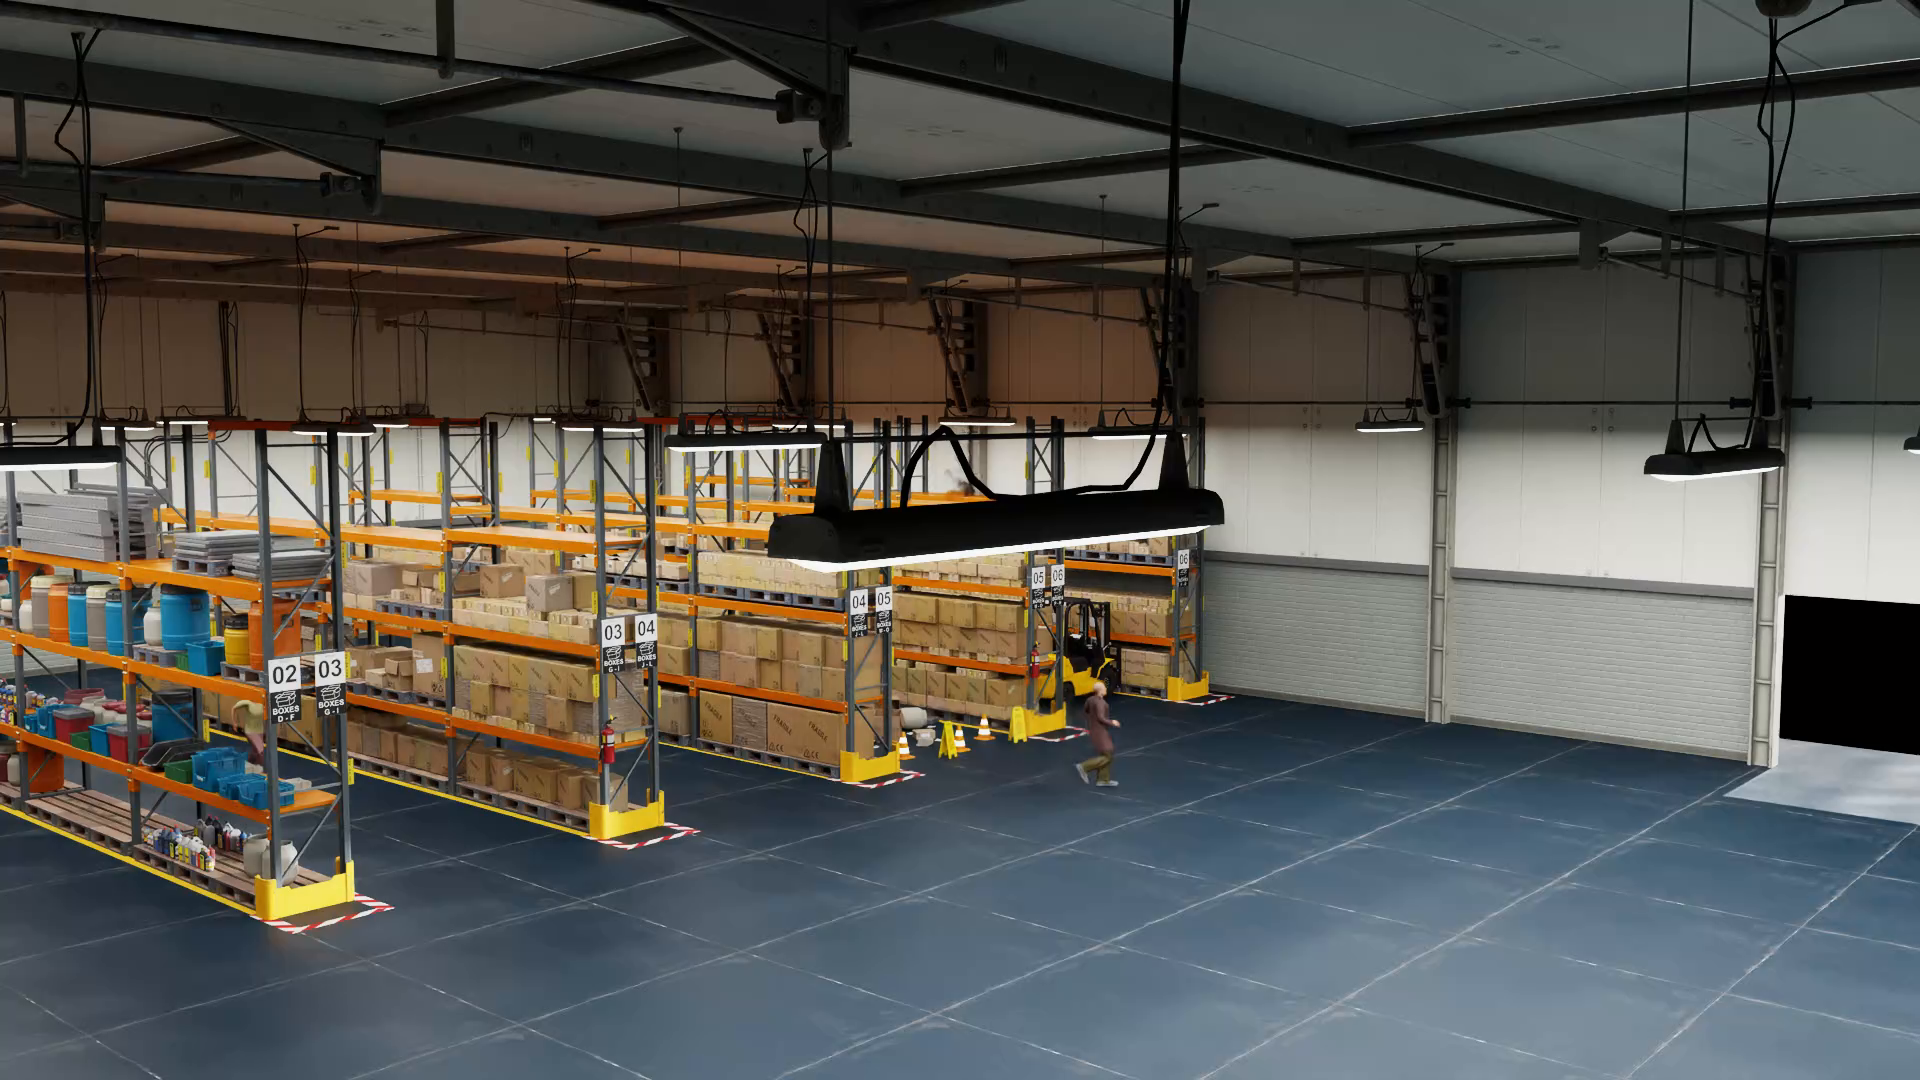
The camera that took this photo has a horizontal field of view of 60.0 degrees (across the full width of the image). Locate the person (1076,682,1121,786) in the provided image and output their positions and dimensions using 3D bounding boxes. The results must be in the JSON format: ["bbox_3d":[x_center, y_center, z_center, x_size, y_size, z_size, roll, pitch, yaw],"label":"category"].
[{"bbox_3d":[2.277,3.191,27.312,0.687,1.736,0.709,-1,5,-13],"label":"person"}]

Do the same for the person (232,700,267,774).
[{"bbox_3d":[-11.672,3.222,27.487,0.819,1.695,0.599,4,6,39],"label":"person"}]
